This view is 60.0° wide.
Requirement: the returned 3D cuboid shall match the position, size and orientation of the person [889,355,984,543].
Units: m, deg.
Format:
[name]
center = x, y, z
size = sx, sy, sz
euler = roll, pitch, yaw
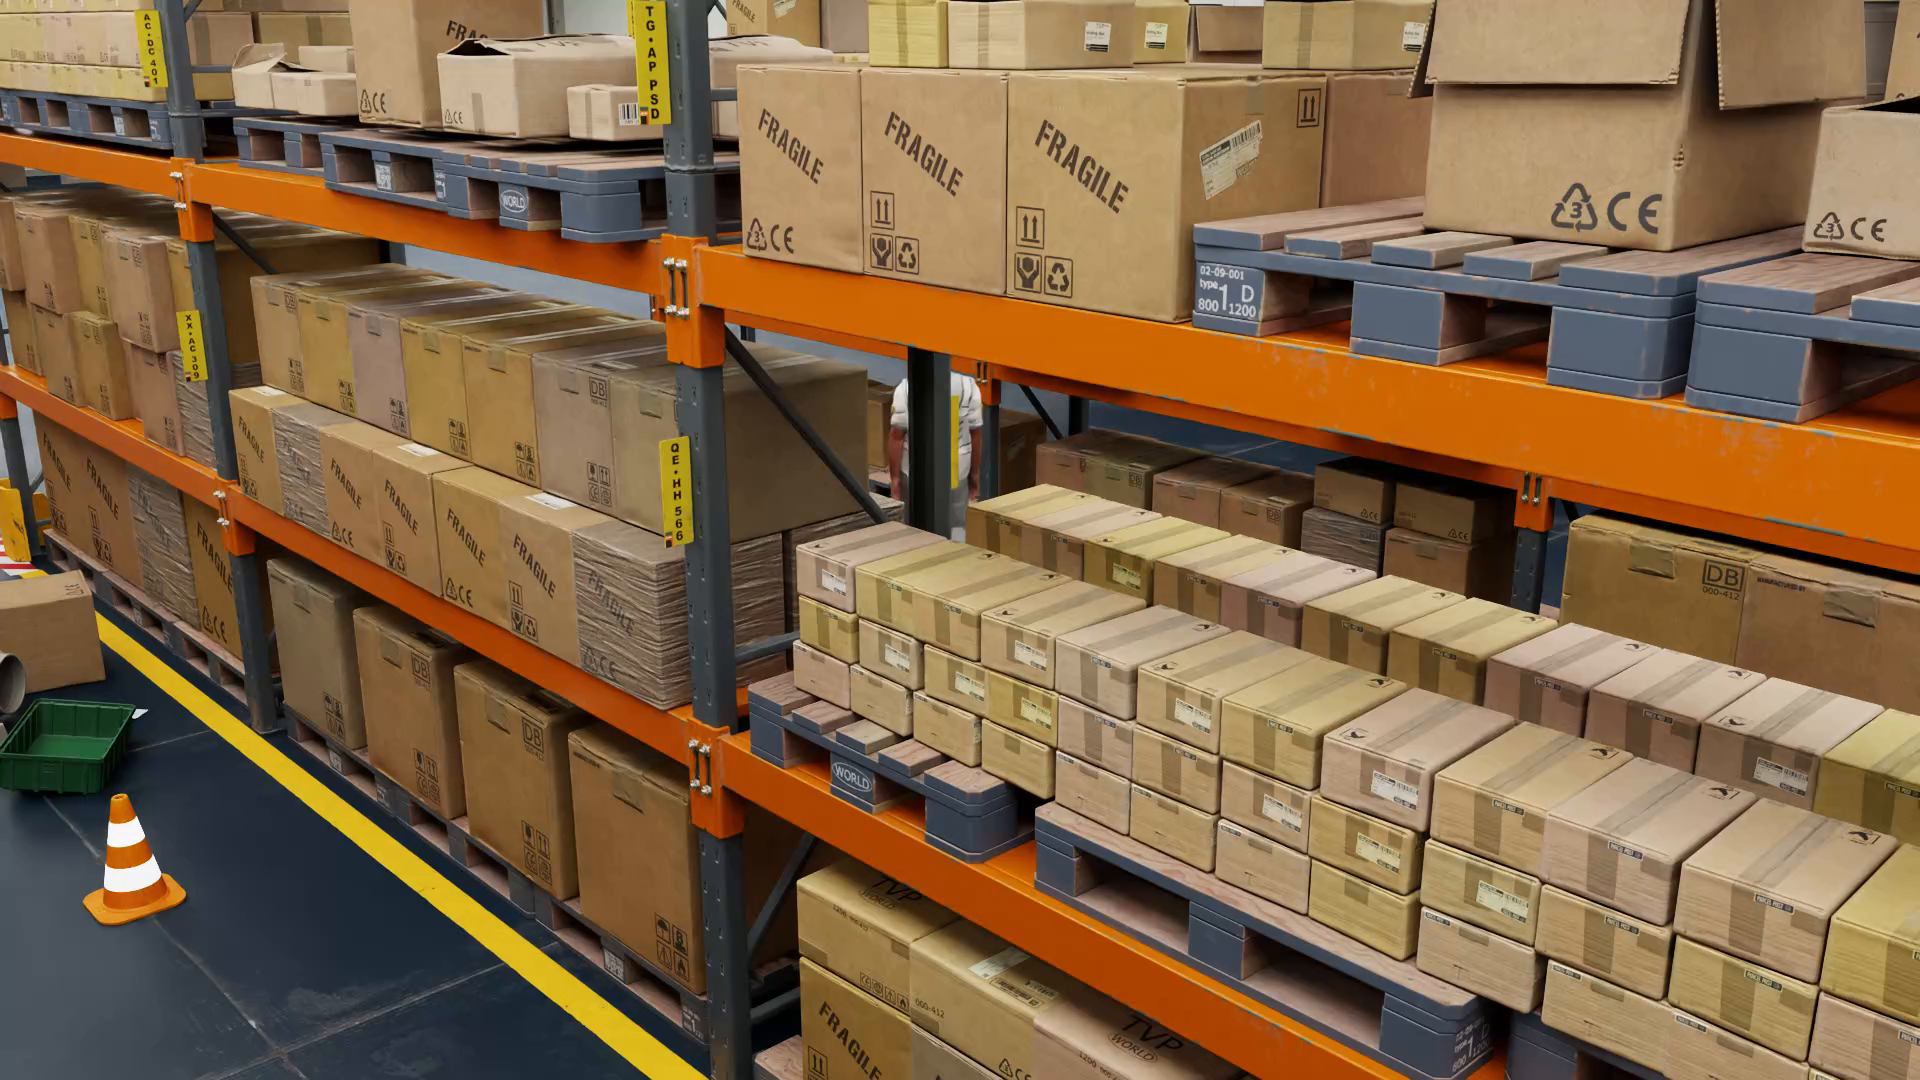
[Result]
[person]
center = -0.143, -0.412, 9.803
size = 0.558, 1.754, 0.640
euler = -1, 17, -5
